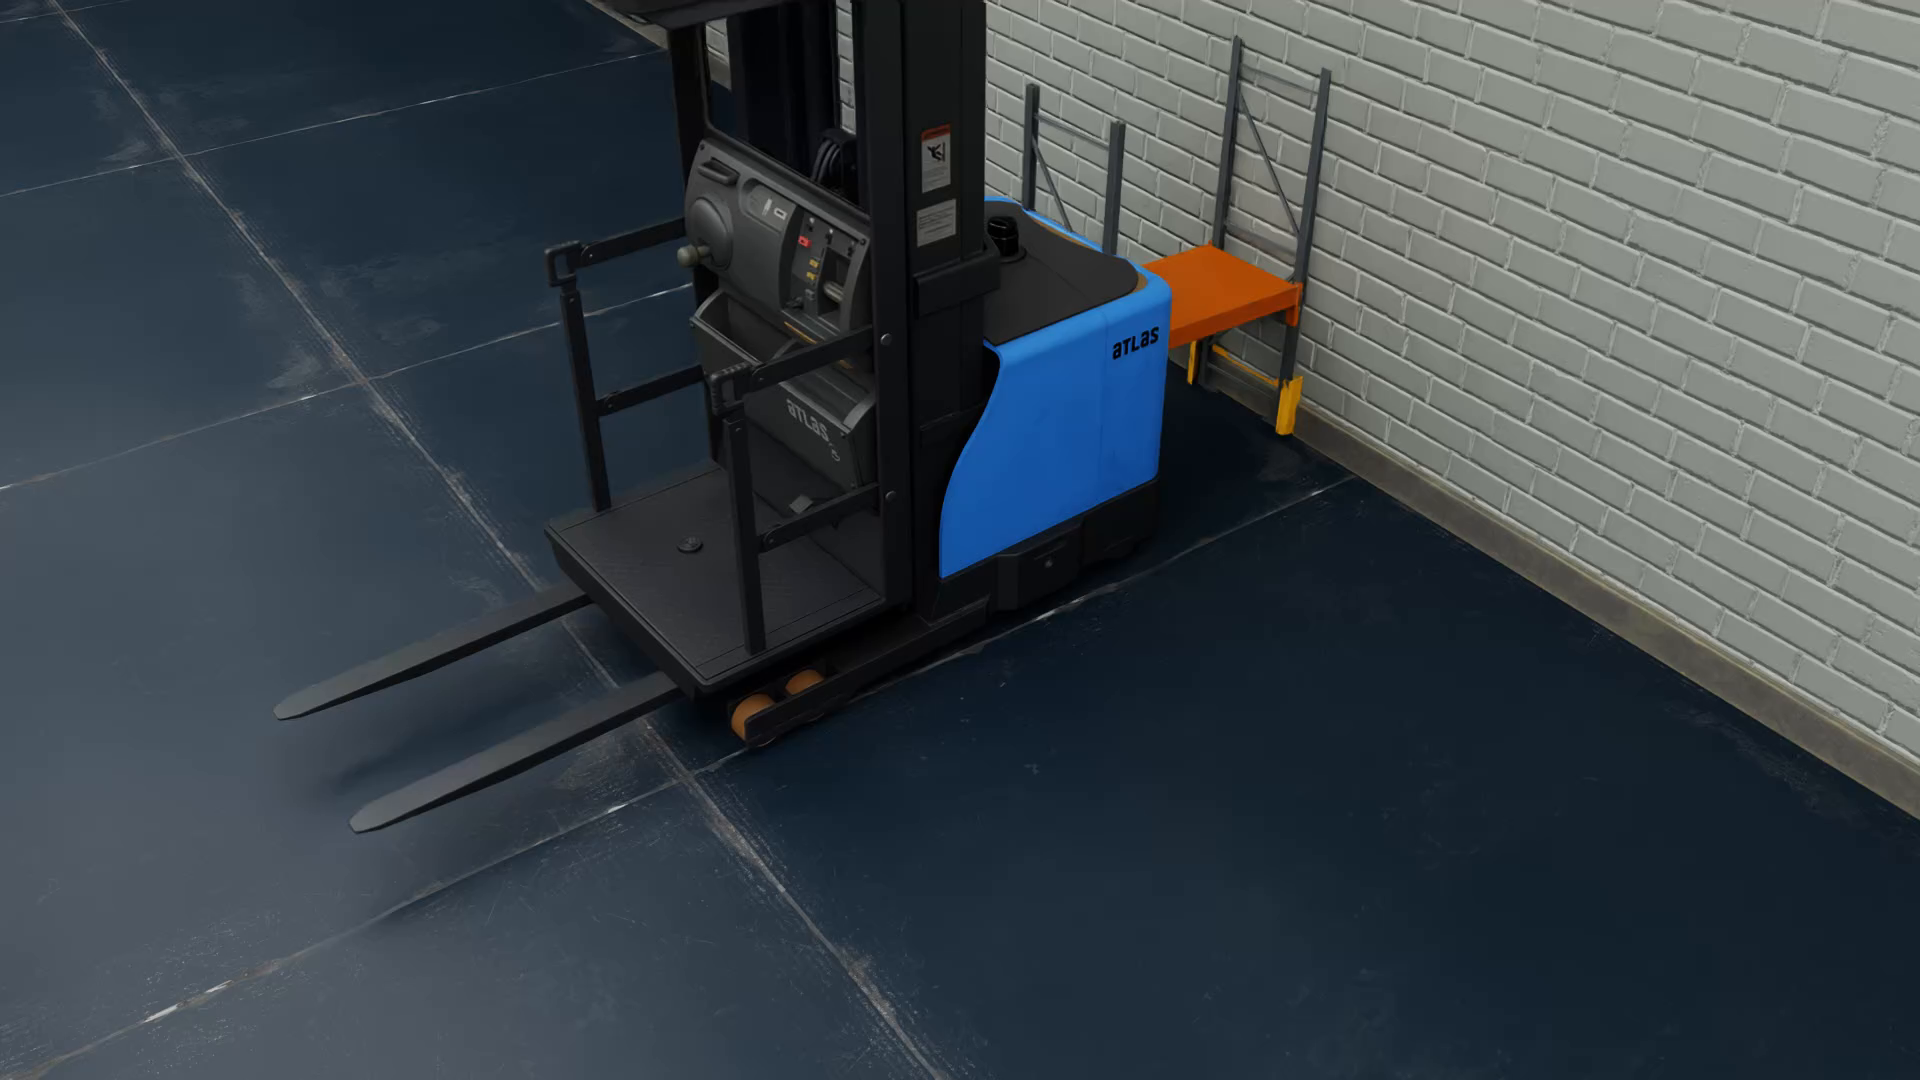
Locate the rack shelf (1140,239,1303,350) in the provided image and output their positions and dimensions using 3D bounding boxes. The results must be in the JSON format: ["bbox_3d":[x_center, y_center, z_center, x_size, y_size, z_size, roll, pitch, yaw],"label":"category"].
[{"bbox_3d":[0.786,-0.884,6.464,1.000,0.185,0.538,-22,40,-30],"label":"rack shelf"}]

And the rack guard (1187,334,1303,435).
[{"bbox_3d":[1.186,-0.675,6.965,0.087,0.250,0.587,-22,40,-30],"label":"rack guard"}]

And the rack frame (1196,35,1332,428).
[{"bbox_3d":[1.196,-1.196,6.620,0.032,1.500,0.500,-22,40,-30],"label":"rack frame"}]

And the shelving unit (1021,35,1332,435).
[{"bbox_3d":[0.796,-1.036,6.369,1.083,1.500,0.587,-22,40,-30],"label":"shelving unit"}]

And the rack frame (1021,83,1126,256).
[{"bbox_3d":[0.380,-0.871,6.108,0.032,1.500,0.500,-22,40,-30],"label":"rack frame"}]

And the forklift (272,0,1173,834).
[{"bbox_3d":[-0.732,-0.878,4.961,3.031,2.935,1.130,-25,42,-30],"label":"forklift"}]
